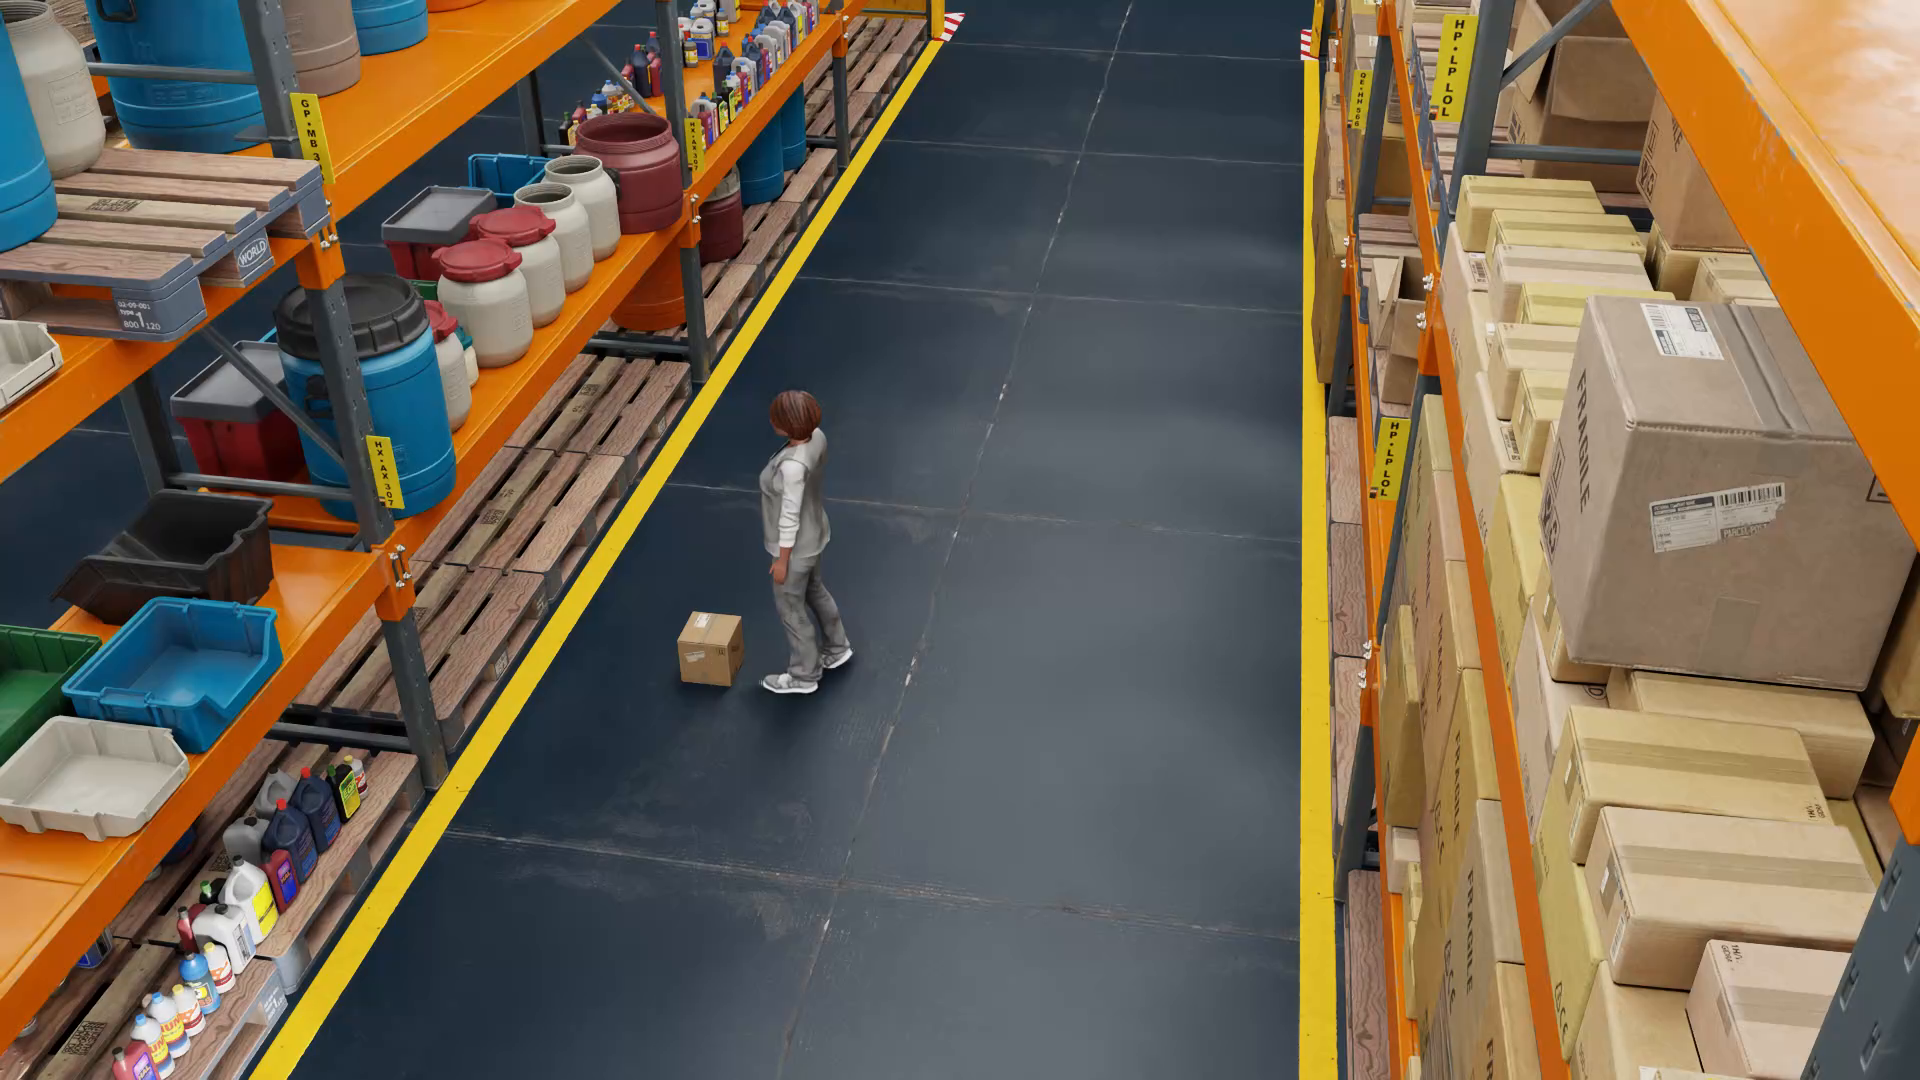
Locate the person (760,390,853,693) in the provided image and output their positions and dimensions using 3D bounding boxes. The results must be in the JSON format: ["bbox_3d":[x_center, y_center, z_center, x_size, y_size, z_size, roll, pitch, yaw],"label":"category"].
[{"bbox_3d":[-0.754,0.041,7.737,0.387,1.655,0.430,6,33,9],"label":"person"}]
